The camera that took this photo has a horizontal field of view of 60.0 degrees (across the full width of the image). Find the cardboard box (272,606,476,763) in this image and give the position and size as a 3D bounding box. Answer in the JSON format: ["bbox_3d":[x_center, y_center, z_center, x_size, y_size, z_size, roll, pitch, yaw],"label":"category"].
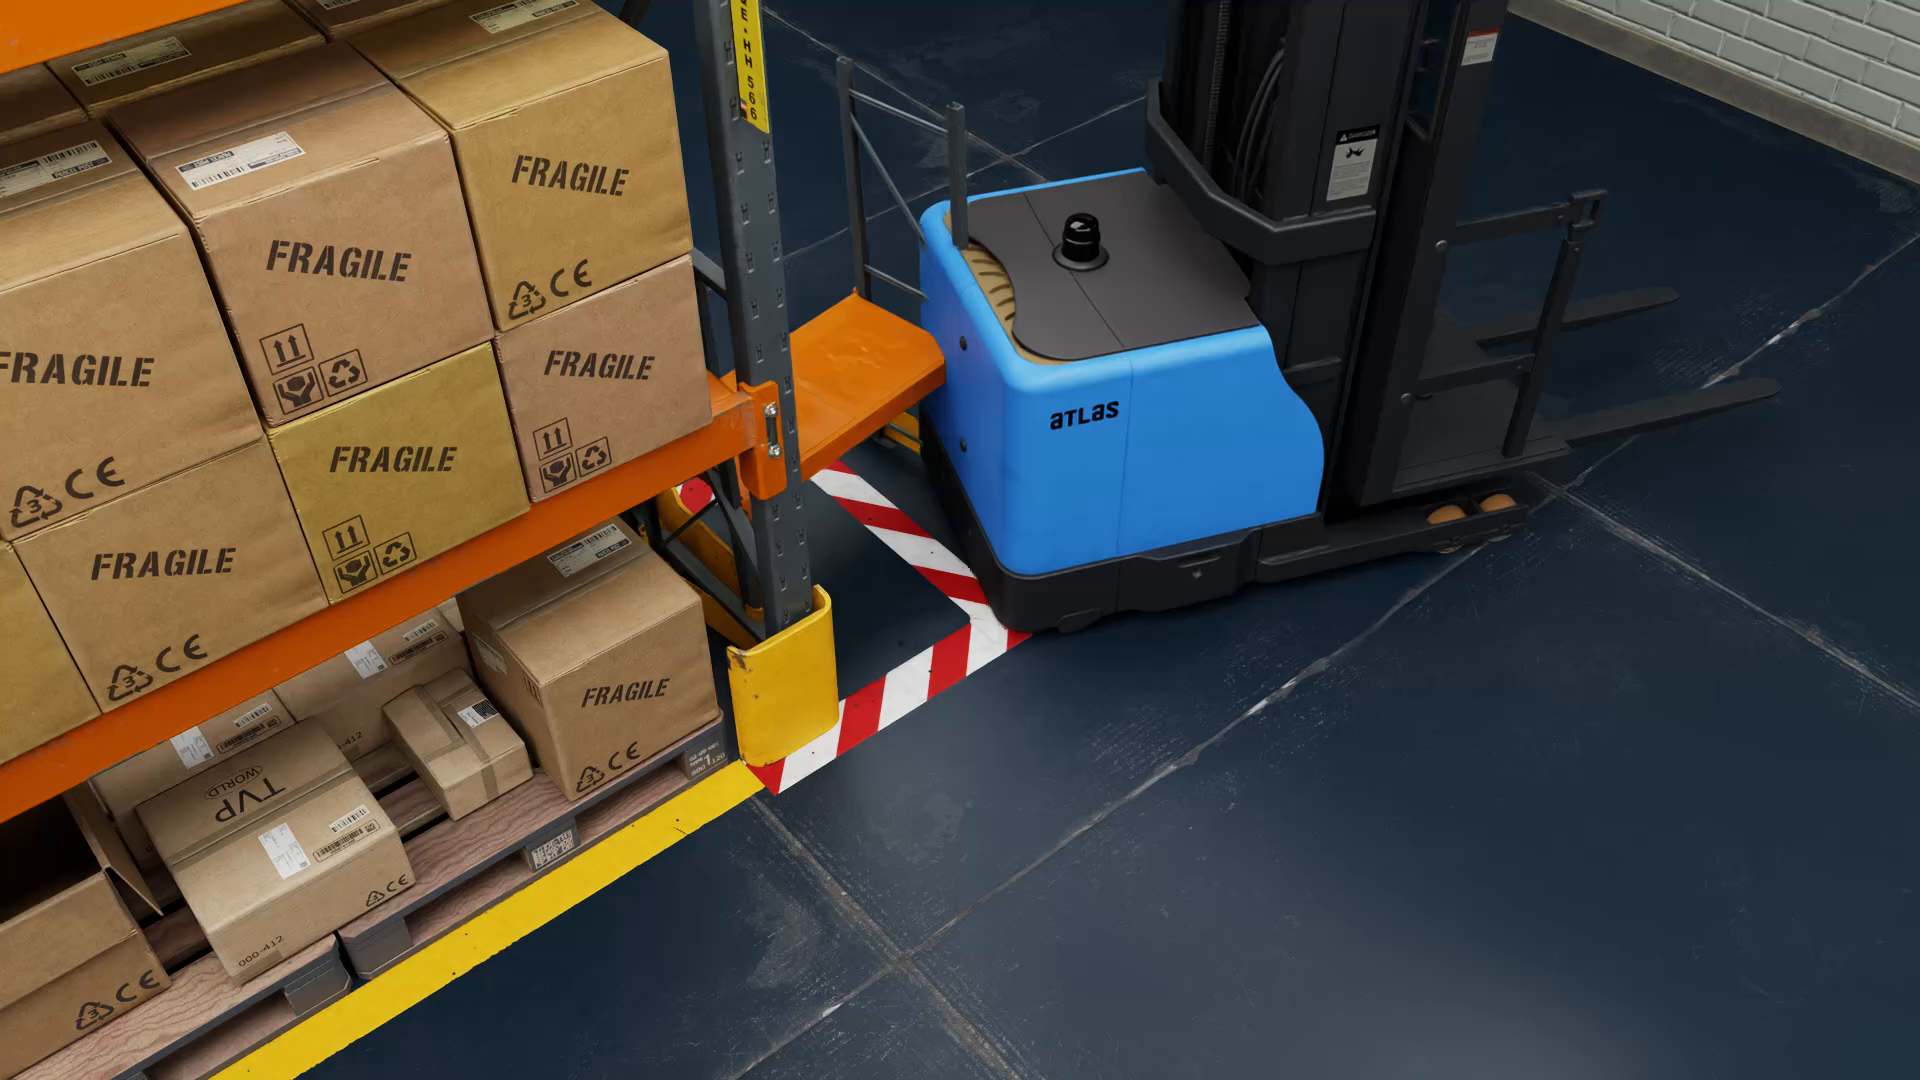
[{"bbox_3d":[-1.778,0.347,4.877,0.500,0.250,0.500,-30,51,-28],"label":"cardboard box"}]

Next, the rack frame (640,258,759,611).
[{"bbox_3d":[-0.838,-0.281,4.927,0.500,1.500,0.032,31,53,30],"label":"rack frame"}]

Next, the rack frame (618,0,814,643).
[{"bbox_3d":[-0.796,-0.805,4.416,0.127,3.000,1.000,-30,51,-28],"label":"rack frame"}]

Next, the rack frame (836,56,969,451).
[{"bbox_3d":[-0.158,-0.816,5.461,0.500,1.500,0.032,31,53,30],"label":"rack frame"}]

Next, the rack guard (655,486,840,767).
[{"bbox_3d":[-0.854,0.140,5.236,0.348,0.500,1.175,-30,51,-28],"label":"rack guard"}]

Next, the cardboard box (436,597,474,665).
[{"bbox_3d":[-1.529,0.181,5.114,0.250,0.166,0.380,-30,51,-28],"label":"cardboard box"}]

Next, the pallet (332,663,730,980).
[{"bbox_3d":[-1.465,0.596,4.962,1.213,0.211,1.003,-30,51,-28],"label":"pallet"}]

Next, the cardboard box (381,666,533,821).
[{"bbox_3d":[-1.423,0.567,4.704,0.250,0.166,0.380,-30,51,-28],"label":"cardboard box"}]

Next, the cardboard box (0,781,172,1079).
[{"bbox_3d":[-2.426,0.874,4.131,0.637,0.503,0.797,-30,51,-28],"label":"cardboard box"}]

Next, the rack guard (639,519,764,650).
[{"bbox_3d":[-0.804,0.163,5.365,0.587,0.250,0.087,31,53,30],"label":"rack guard"}]

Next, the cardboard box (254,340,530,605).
[{"bbox_3d":[-1.360,-0.272,3.775,0.500,0.500,0.500,-29,51,-28],"label":"cardboard box"}]

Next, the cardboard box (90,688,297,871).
[{"bbox_3d":[-2.162,0.566,4.643,0.500,0.250,0.500,-30,51,-28],"label":"cardboard box"}]

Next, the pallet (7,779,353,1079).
[{"bbox_3d":[-2.400,1.129,4.394,1.213,0.211,1.003,-30,51,-28],"label":"pallet"}]

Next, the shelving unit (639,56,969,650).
[{"bbox_3d":[-0.492,-0.553,5.199,0.587,1.500,1.083,31,53,30],"label":"shelving unit"}]

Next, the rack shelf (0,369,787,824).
[{"bbox_3d":[-2.330,0.336,3.727,4.000,0.370,1.077,-30,51,-28],"label":"rack shelf"}]

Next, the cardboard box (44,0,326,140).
[{"bbox_3d":[-1.701,-0.916,3.730,0.500,0.500,0.500,-29,51,-27],"label":"cardboard box"}]

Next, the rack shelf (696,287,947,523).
[{"bbox_3d":[-0.492,-0.418,5.317,0.538,0.185,1.000,31,53,30],"label":"rack shelf"}]

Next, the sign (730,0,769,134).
[{"bbox_3d":[-0.455,-1.042,3.591,0.005,0.325,0.100,-30,51,-28],"label":"sign"}]

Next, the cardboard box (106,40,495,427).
[{"bbox_3d":[-1.348,-0.643,3.441,0.500,0.500,0.500,-28,50,-27],"label":"cardboard box"}]

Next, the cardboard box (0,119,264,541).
[{"bbox_3d":[-1.742,-0.413,3.195,0.500,0.500,0.500,-28,50,-27],"label":"cardboard box"}]

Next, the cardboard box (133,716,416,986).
[{"bbox_3d":[-1.803,0.807,4.387,0.500,0.250,0.500,-30,51,-28],"label":"cardboard box"}]

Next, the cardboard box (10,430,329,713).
[{"bbox_3d":[-1.746,-0.056,3.545,0.500,0.500,0.500,-29,51,-28],"label":"cardboard box"}]

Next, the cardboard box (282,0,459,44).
[{"bbox_3d":[-1.305,-1.149,3.979,0.500,0.500,0.500,-28,50,-27],"label":"cardboard box"}]

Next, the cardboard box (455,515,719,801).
[{"bbox_3d":[-1.055,0.314,4.729,0.500,0.500,0.500,-30,51,-28],"label":"cardboard box"}]

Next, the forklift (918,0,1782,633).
[{"bbox_3d":[1.430,-1.357,5.054,3.031,2.935,1.130,-12,45,-13],"label":"forklift"}]

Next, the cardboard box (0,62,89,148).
[{"bbox_3d":[-2.088,-0.698,3.499,0.500,0.500,0.500,-29,50,-27],"label":"cardboard box"}]

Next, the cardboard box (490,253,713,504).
[{"bbox_3d":[-0.965,-0.501,4.020,0.500,0.500,0.500,-28,50,-27],"label":"cardboard box"}]

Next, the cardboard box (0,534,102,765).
[{"bbox_3d":[-2.133,0.166,3.309,0.500,0.500,0.500,-31,51,-28],"label":"cardboard box"}]

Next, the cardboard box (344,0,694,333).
[{"bbox_3d":[-0.961,-0.866,3.677,0.500,0.500,0.500,-30,51,-28],"label":"cardboard box"}]

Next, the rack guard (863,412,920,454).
[{"bbox_3d":[-0.138,-0.361,5.889,0.587,0.250,0.087,31,53,30],"label":"rack guard"}]
